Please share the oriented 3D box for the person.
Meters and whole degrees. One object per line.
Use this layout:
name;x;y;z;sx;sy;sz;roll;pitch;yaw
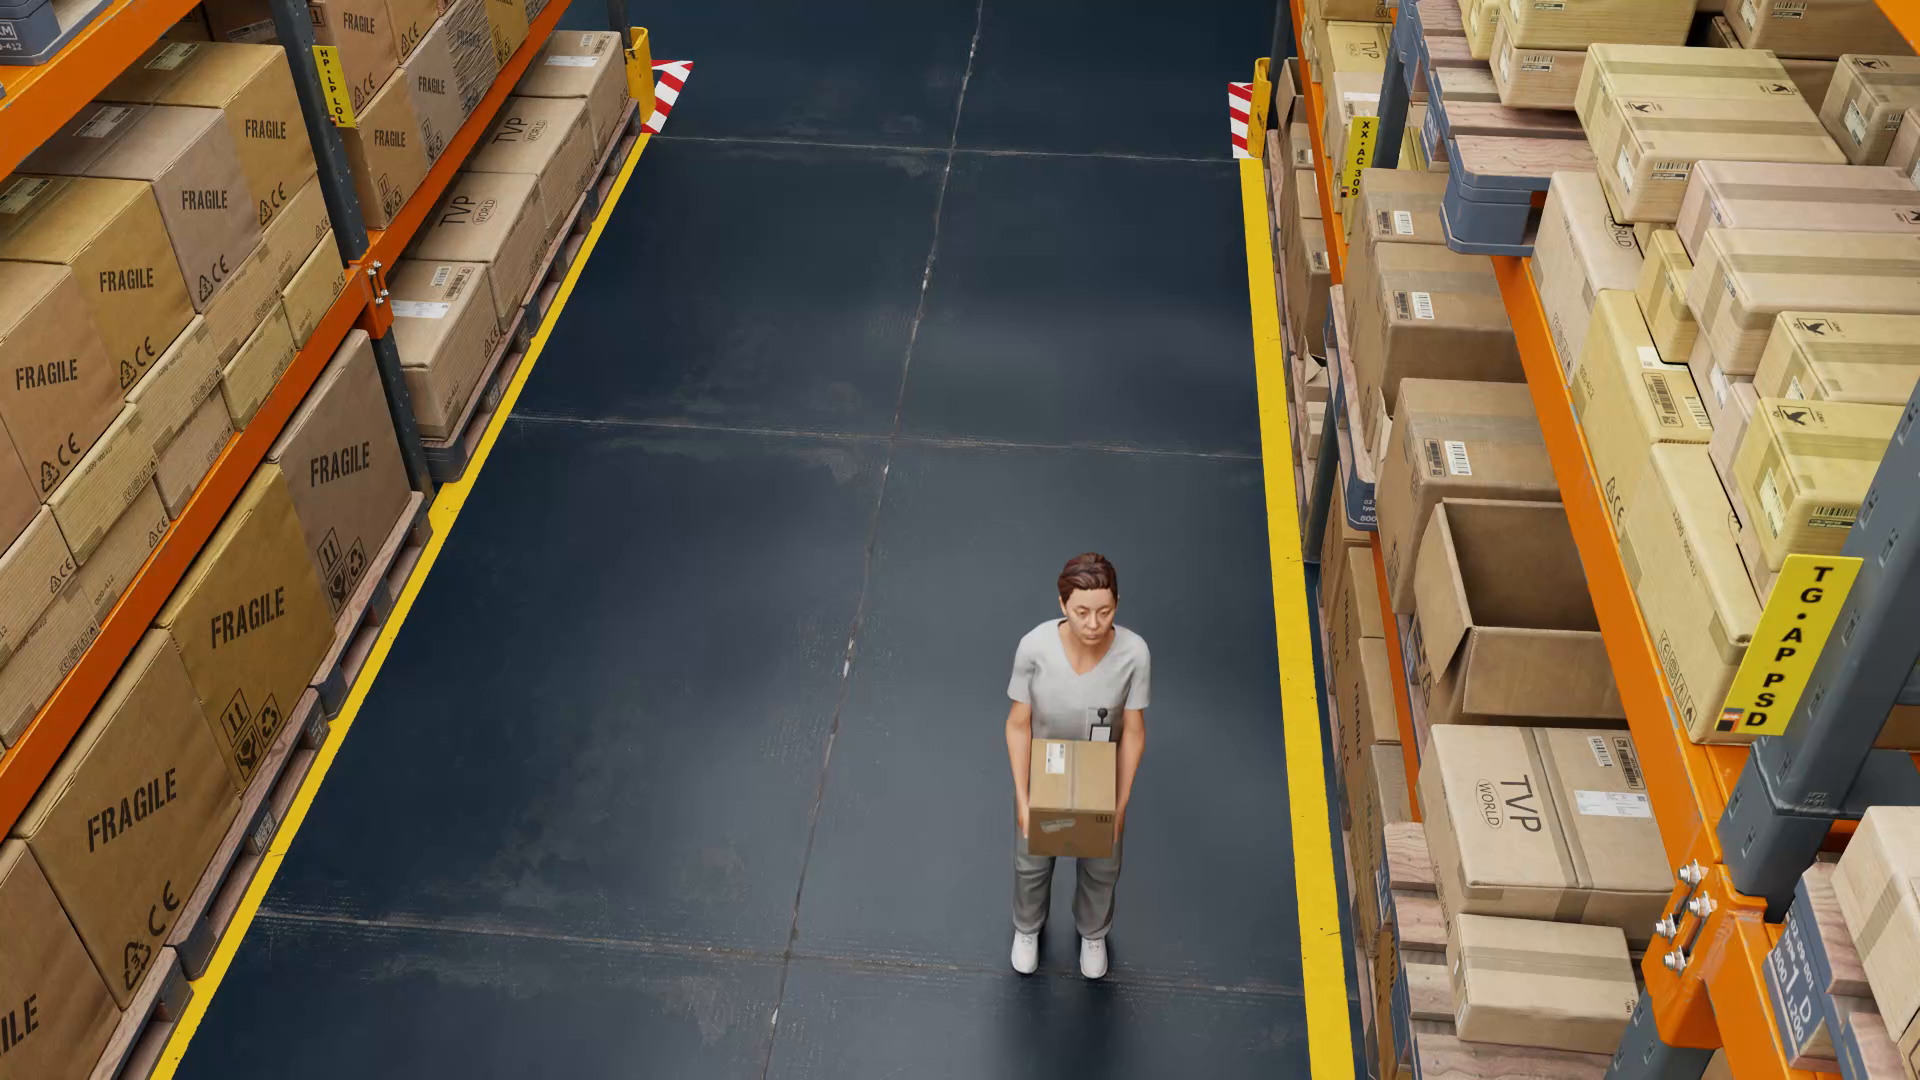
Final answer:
person;0.357;0.785;5.237;0.438;1.662;0.553;3;40;3
